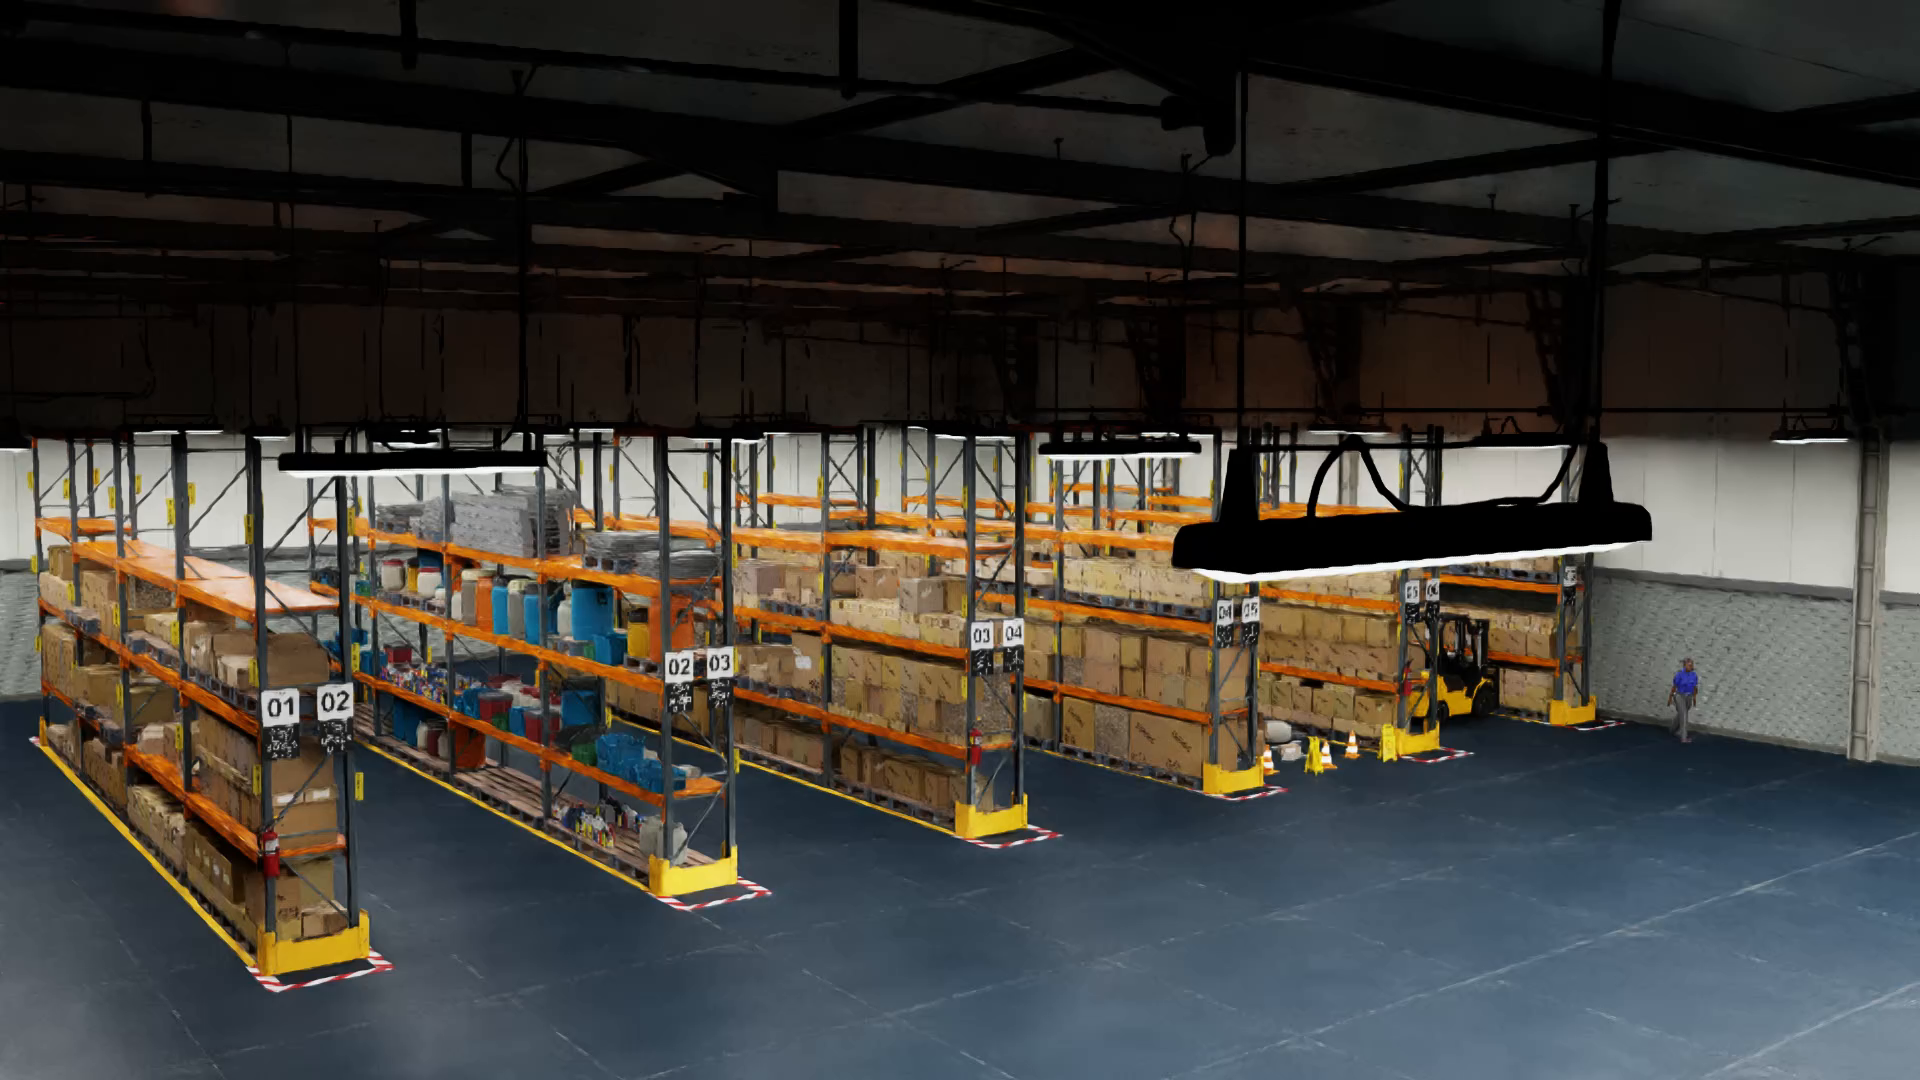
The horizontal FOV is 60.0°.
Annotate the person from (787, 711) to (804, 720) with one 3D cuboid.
[{"bbox_3d":[-3.177,2.886,32.930,0.554,1.712,1.031,-3,6,-37],"label":"person"}]

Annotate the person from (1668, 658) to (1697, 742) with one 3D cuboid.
[{"bbox_3d":[13.868,3.033,31.854,0.498,1.599,0.942,-1,5,-14],"label":"person"}]
